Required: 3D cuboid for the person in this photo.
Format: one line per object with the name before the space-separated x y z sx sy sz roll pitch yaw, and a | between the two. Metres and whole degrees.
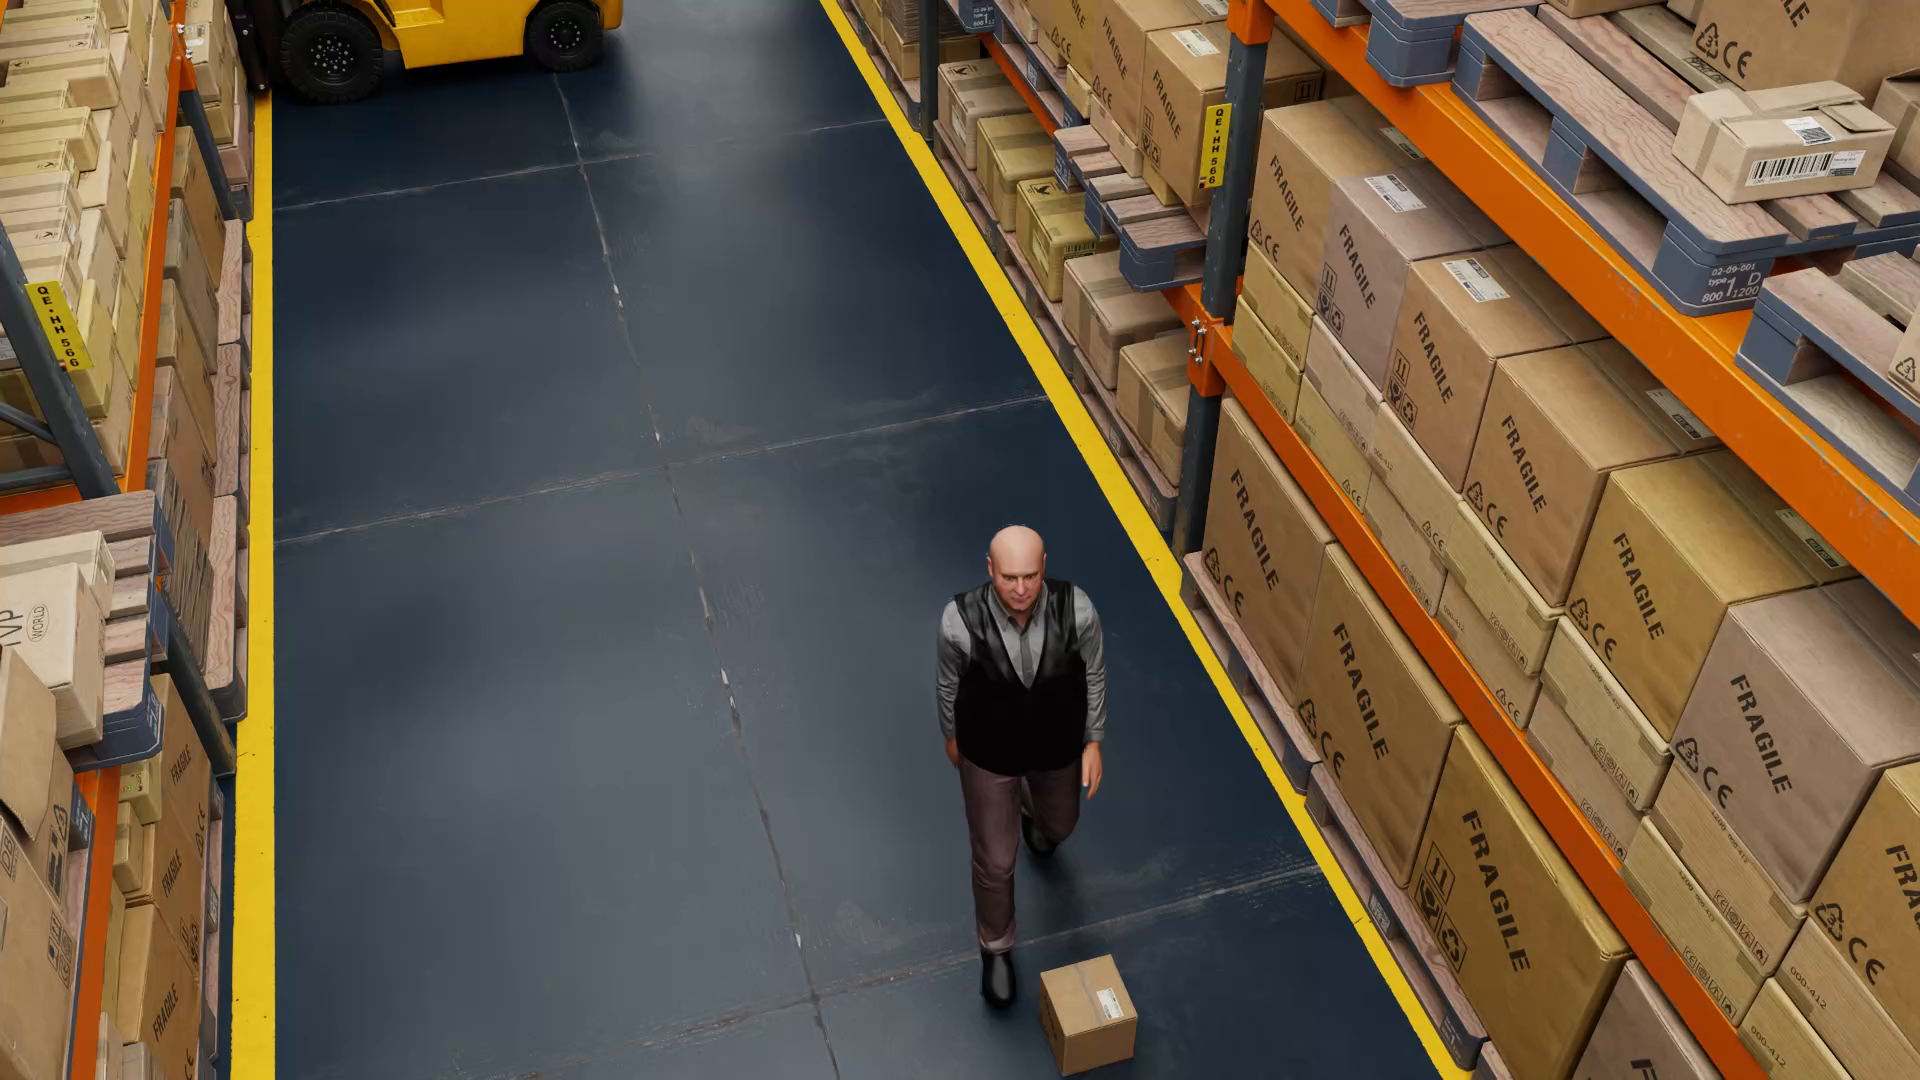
person | 0.212 0.690 5.419 0.541 1.693 0.851 -7 42 -8
